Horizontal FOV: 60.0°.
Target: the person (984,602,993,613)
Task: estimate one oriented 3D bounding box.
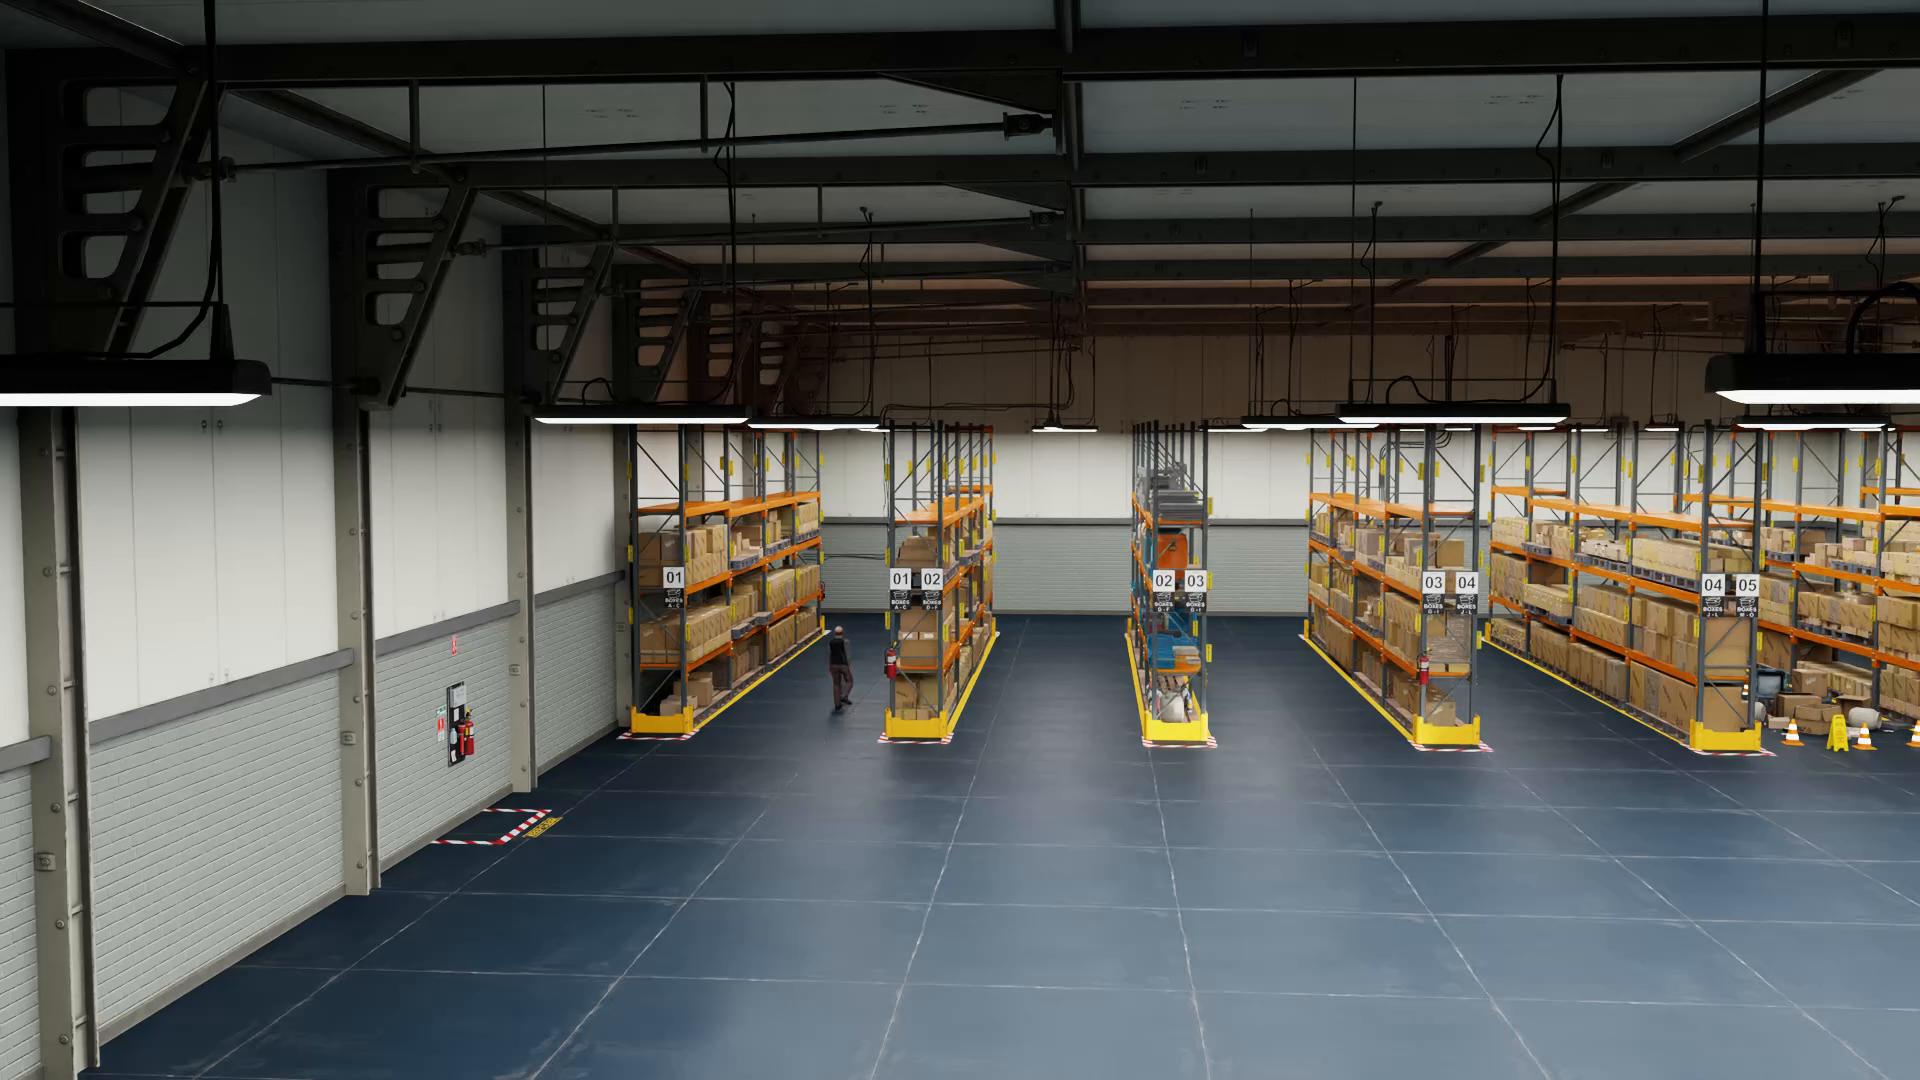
[{"bbox_3d":[0.696,1.785,48.651,0.450,1.683,0.441,1,4,22],"label":"person"}]

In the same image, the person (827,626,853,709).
[{"bbox_3d":[-2.519,2.659,34.761,0.577,1.711,0.478,1,4,13],"label":"person"}]

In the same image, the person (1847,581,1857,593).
[{"bbox_3d":[25.058,1.948,46.664,1.002,1.627,0.440,0,4,4],"label":"person"}]
